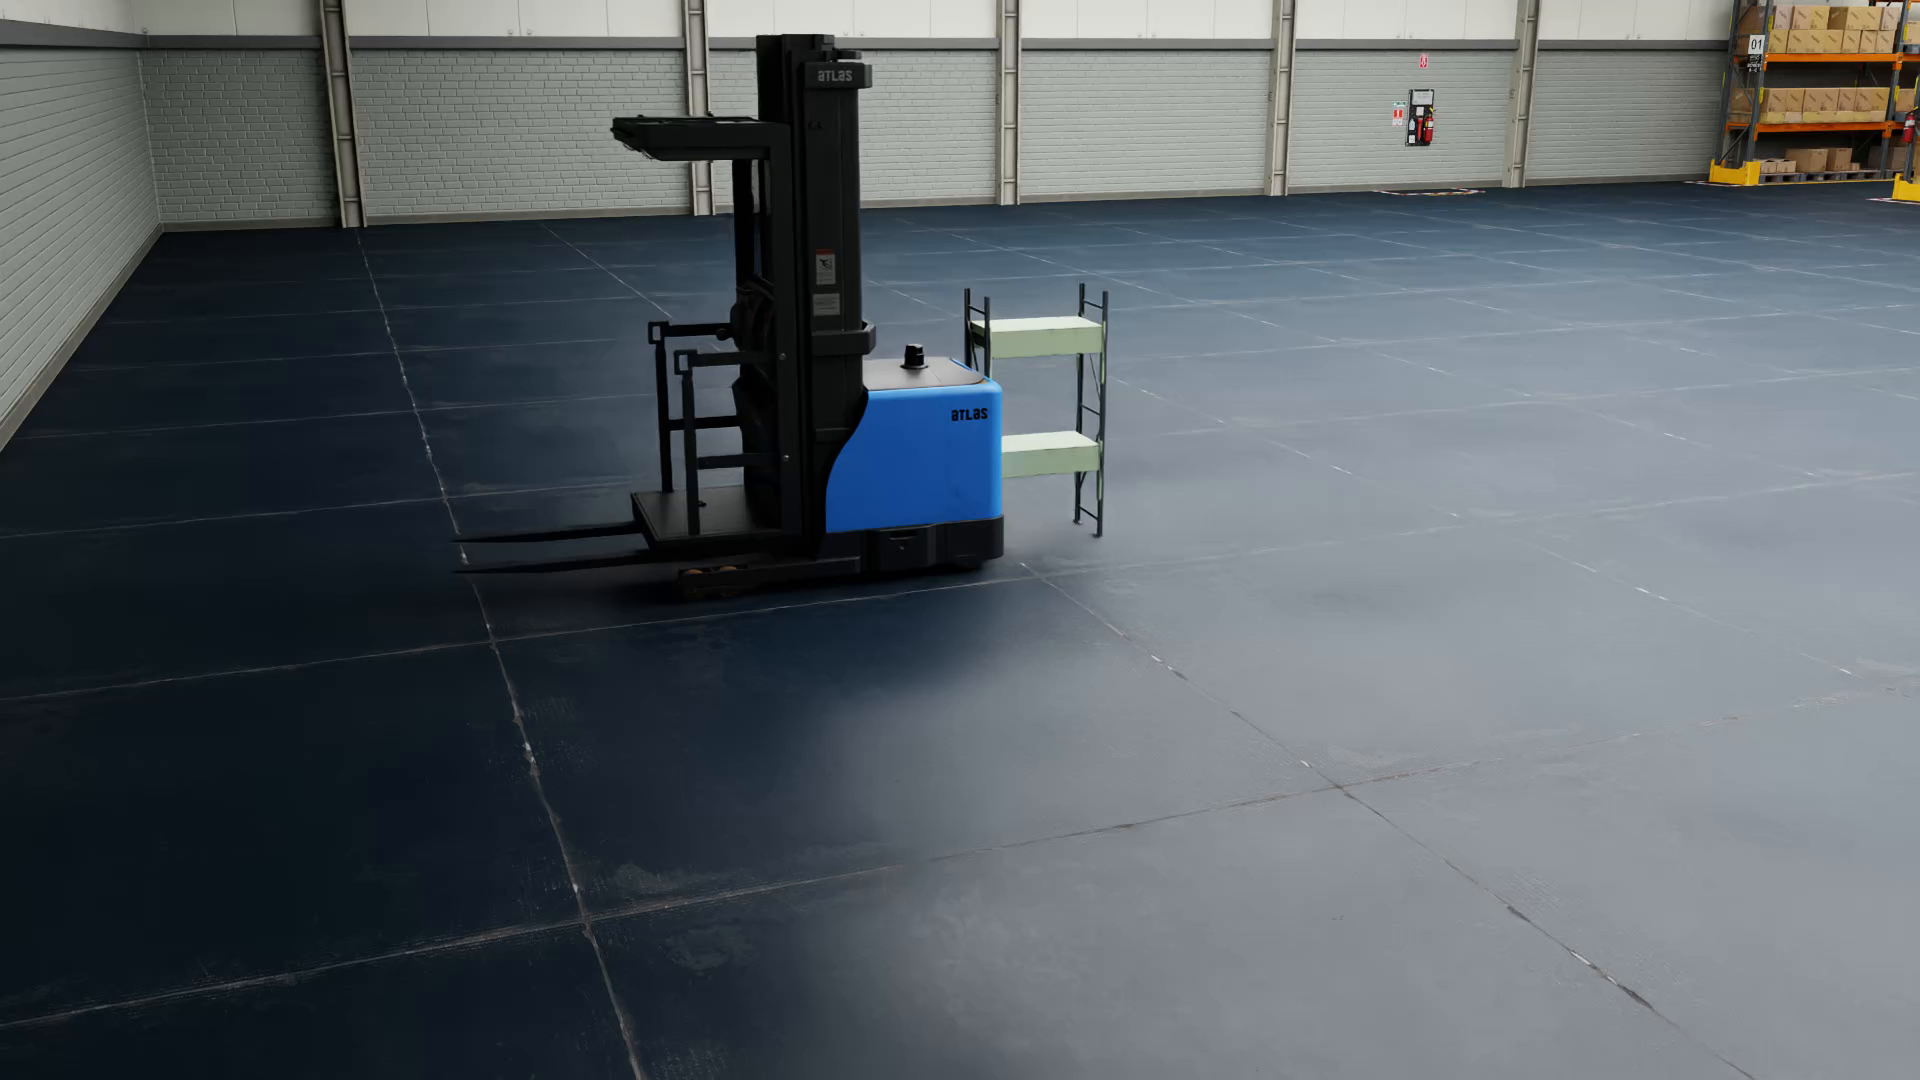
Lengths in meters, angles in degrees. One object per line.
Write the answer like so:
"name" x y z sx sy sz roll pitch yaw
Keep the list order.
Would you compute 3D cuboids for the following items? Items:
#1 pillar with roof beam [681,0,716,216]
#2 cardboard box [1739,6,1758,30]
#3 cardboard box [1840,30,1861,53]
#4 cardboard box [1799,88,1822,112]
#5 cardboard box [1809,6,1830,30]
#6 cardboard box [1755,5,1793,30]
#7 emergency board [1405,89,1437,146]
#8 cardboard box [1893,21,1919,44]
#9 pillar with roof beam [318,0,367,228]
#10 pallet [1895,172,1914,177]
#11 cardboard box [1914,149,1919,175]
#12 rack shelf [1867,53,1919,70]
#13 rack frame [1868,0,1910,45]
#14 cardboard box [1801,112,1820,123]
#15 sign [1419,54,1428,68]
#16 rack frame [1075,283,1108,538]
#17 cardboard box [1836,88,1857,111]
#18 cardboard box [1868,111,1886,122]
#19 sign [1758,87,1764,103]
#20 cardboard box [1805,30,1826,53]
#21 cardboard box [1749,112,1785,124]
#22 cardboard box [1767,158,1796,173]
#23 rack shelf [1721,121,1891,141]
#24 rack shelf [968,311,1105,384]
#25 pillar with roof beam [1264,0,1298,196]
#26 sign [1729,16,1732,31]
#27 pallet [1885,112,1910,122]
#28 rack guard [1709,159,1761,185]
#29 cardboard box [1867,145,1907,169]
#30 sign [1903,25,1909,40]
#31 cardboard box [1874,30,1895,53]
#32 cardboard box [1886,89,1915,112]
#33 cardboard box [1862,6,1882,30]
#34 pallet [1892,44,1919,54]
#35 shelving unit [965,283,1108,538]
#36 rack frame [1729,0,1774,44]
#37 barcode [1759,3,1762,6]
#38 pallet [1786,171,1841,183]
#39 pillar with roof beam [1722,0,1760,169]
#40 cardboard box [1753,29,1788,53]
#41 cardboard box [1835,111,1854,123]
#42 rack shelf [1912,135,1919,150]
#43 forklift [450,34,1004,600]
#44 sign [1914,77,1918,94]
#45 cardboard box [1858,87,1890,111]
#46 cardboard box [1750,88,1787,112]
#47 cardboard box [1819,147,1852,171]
"pillar with roof beam" -3.141 -9.117 25.173 0.400 9.000 9.100 -6 17 -20
"cardboard box" 17.694 -11.581 36.901 0.500 0.500 0.500 -5 17 -18
"cardboard box" 19.757 -11.163 37.252 0.500 0.500 0.500 -7 18 -22
"cardboard box" 18.888 -9.857 37.239 0.500 0.500 0.500 -7 18 -22
"cardboard box" 18.793 -11.536 36.747 0.500 0.500 0.500 -6 17 -19
"cardboard box" 17.832 -11.444 36.434 0.500 0.500 0.500 -8 18 -24
"emergency board" 9.805 -8.947 35.241 0.643 1.169 0.194 -6 17 -20
"cardboard box" 21.660 -11.619 38.093 0.500 0.500 0.500 -4 17 -12
"pillar with roof beam" -8.744 -8.512 23.113 0.400 9.000 9.100 -6 17 -20
"pallet" 22.988 -8.761 39.557 1.213 0.211 1.003 -6 17 -20
"cardboard box" 19.556 -7.564 33.336 0.500 0.500 0.500 -6 17 -20
"rack shelf" 22.988 -11.191 38.838 4.000 0.370 1.077 -6 17 -20
"rack frame" 21.120 -12.774 37.628 0.127 3.000 1.000 -6 17 -20
"cardboard box" 18.912 -9.502 37.361 0.500 0.250 0.500 -6 18 -21
"sign" 9.762 -10.084 35.000 0.199 0.298 0.001 -6 17 -20
"rack frame" 0.797 -0.788 10.119 0.023 1.500 0.400 -5 17 -17
"cardboard box" 19.852 -9.964 37.606 0.500 0.500 0.500 -7 18 -22
"cardboard box" 20.787 -9.706 38.057 0.500 0.250 0.500 -6 17 -20
"sign" 17.580 -9.765 36.491 0.005 0.325 0.100 -6 17 -20
"cardboard box" 18.785 -11.055 36.885 0.500 0.500 0.500 -5 17 -18
"cardboard box" 17.955 -9.396 37.001 0.500 0.250 0.500 -7 18 -22
"cardboard box" 18.596 -8.517 37.769 0.500 0.311 0.500 -5 17 -15
"rack shelf" 19.253 -9.349 37.887 4.000 0.370 1.077 -6 17 -20
"rack shelf" 0.449 -1.131 9.901 0.720 0.370 0.431 -5 17 -17
"pillar with roof beam" 8.064 -10.327 29.293 0.400 9.000 9.100 -6 17 -20
"sign" 17.205 -11.505 37.056 0.005 0.325 0.100 -6 17 -20
"pallet" 21.886 -9.843 38.632 1.213 0.211 1.003 -6 17 -20
"rack guard" 17.456 -8.301 37.478 0.348 0.500 1.175 -6 17 -20
"cardboard box" 21.802 -8.986 39.031 0.500 0.500 0.700 -6 17 -18
"sign" 21.322 -11.441 37.494 0.005 0.325 0.100 -6 17 -20
"cardboard box" 20.735 -11.276 37.638 0.500 0.500 0.500 -6 17 -19
"cardboard box" 21.608 -10.197 38.541 0.500 0.500 0.700 -6 17 -20
"cardboard box" 20.239 -11.692 37.279 0.500 0.500 0.500 -5 17 -17
"pallet" 21.735 -11.279 38.193 1.003 0.211 1.213 -6 17 -20
"shelving unit" 0.449 -0.756 10.011 0.755 1.500 0.431 -5 17 -17
"rack frame" 17.385 -12.371 36.254 0.127 3.000 1.000 -6 17 -20
"barcode" 17.869 -11.950 37.129 0.075 0.075 0.001 -6 17 -20
"pallet" 19.365 -8.357 38.181 1.213 0.211 1.003 -6 17 -20
"pillar with roof beam" 19.270 -11.536 33.412 0.400 9.000 9.100 -6 17 -20
"cardboard box" 17.787 -10.957 36.551 0.500 0.500 0.500 -6 17 -19
"cardboard box" 19.854 -9.603 37.707 0.500 0.250 0.500 -6 17 -20
"rack shelf" 21.029 -8.046 33.450 4.000 0.370 1.077 -6 17 -20
"forklift" -1.325 -1.246 9.139 3.031 2.935 1.130 -5 17 -17
"sign" 18.980 -9.003 32.957 0.005 0.325 0.100 -6 17 -20
"cardboard box" 20.790 -10.064 37.946 0.500 0.500 0.500 -6 17 -20
"cardboard box" 17.939 -9.759 36.907 0.500 0.500 0.500 -6 17 -20
"cardboard box" 20.166 -8.792 38.371 0.500 0.500 0.500 -8 18 -24
